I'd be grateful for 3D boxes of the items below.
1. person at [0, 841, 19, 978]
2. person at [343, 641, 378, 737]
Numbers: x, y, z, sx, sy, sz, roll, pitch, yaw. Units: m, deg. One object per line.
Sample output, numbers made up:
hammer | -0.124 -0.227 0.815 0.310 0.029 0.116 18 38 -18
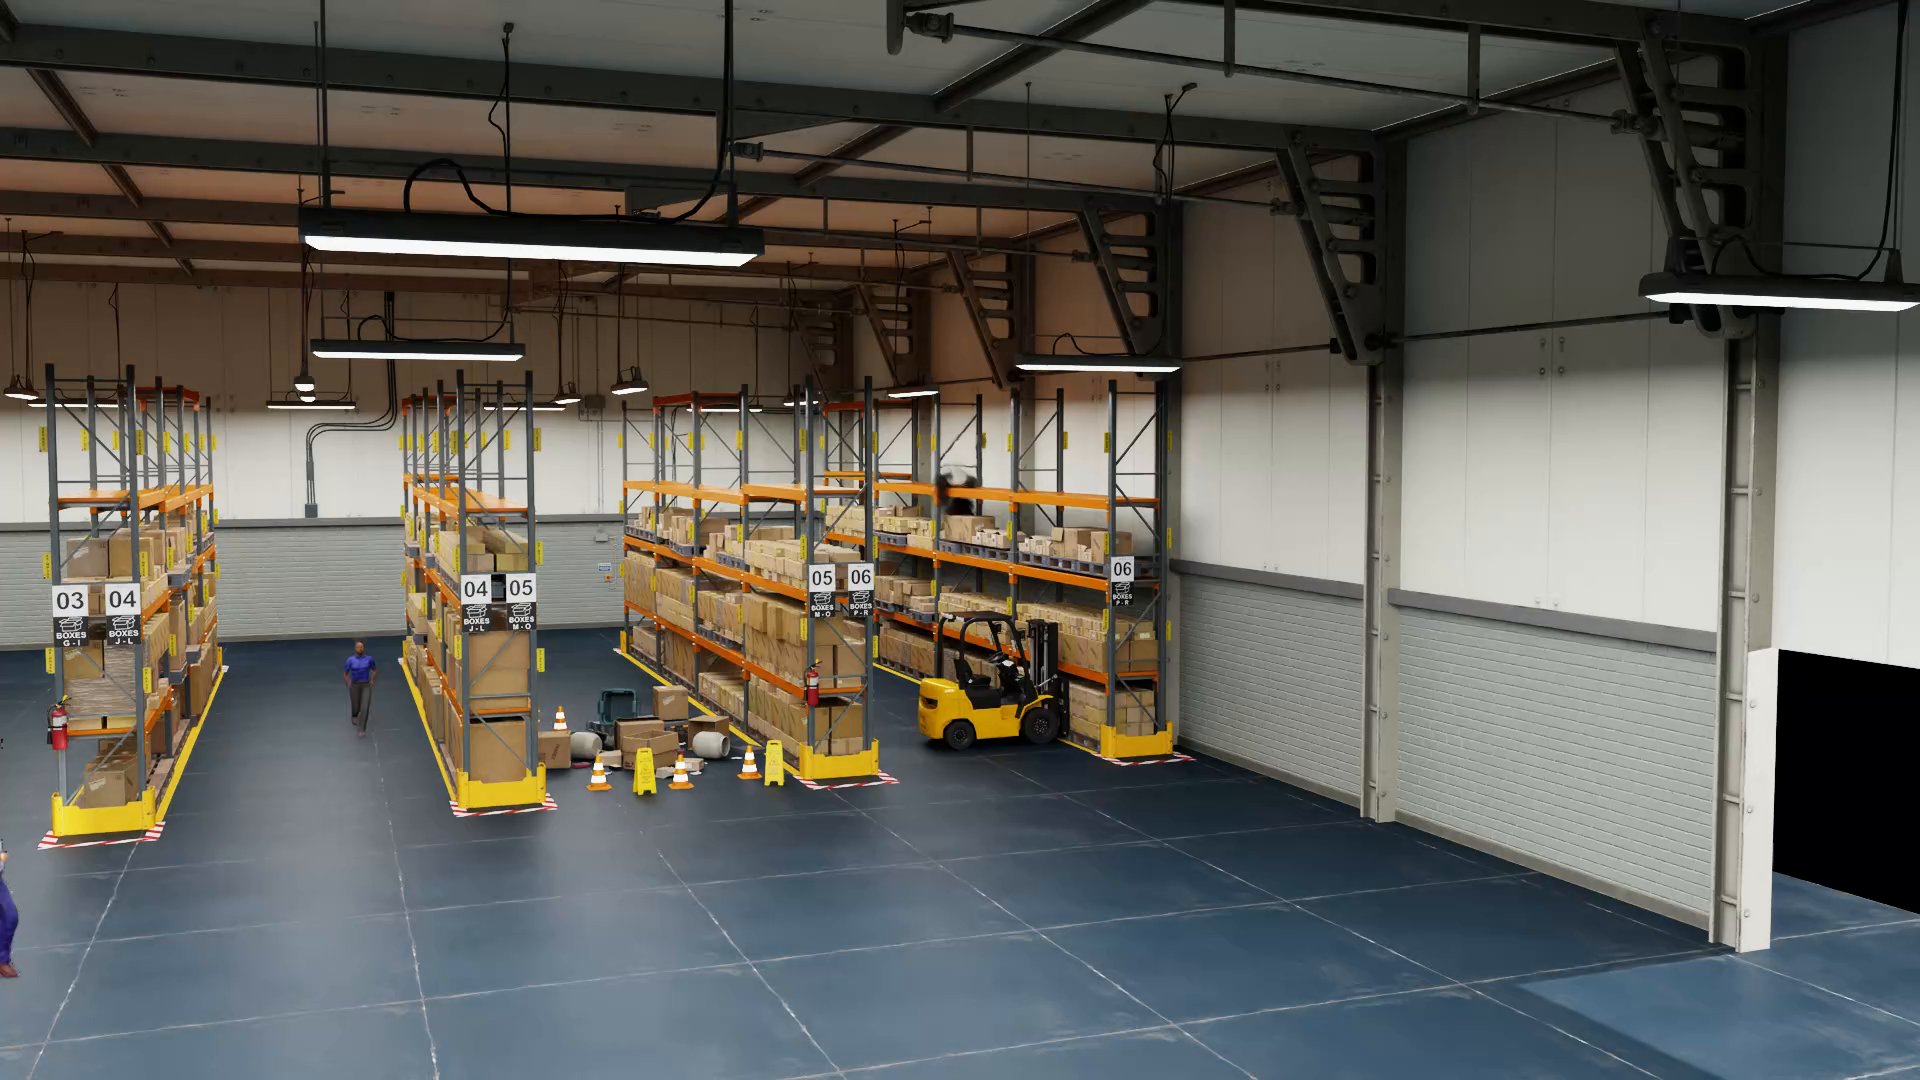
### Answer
person | -9.130 3.282 15.489 0.708 1.698 0.585 0 3 6
person | -10.238 2.532 28.427 0.577 1.617 0.737 -2 4 -25
